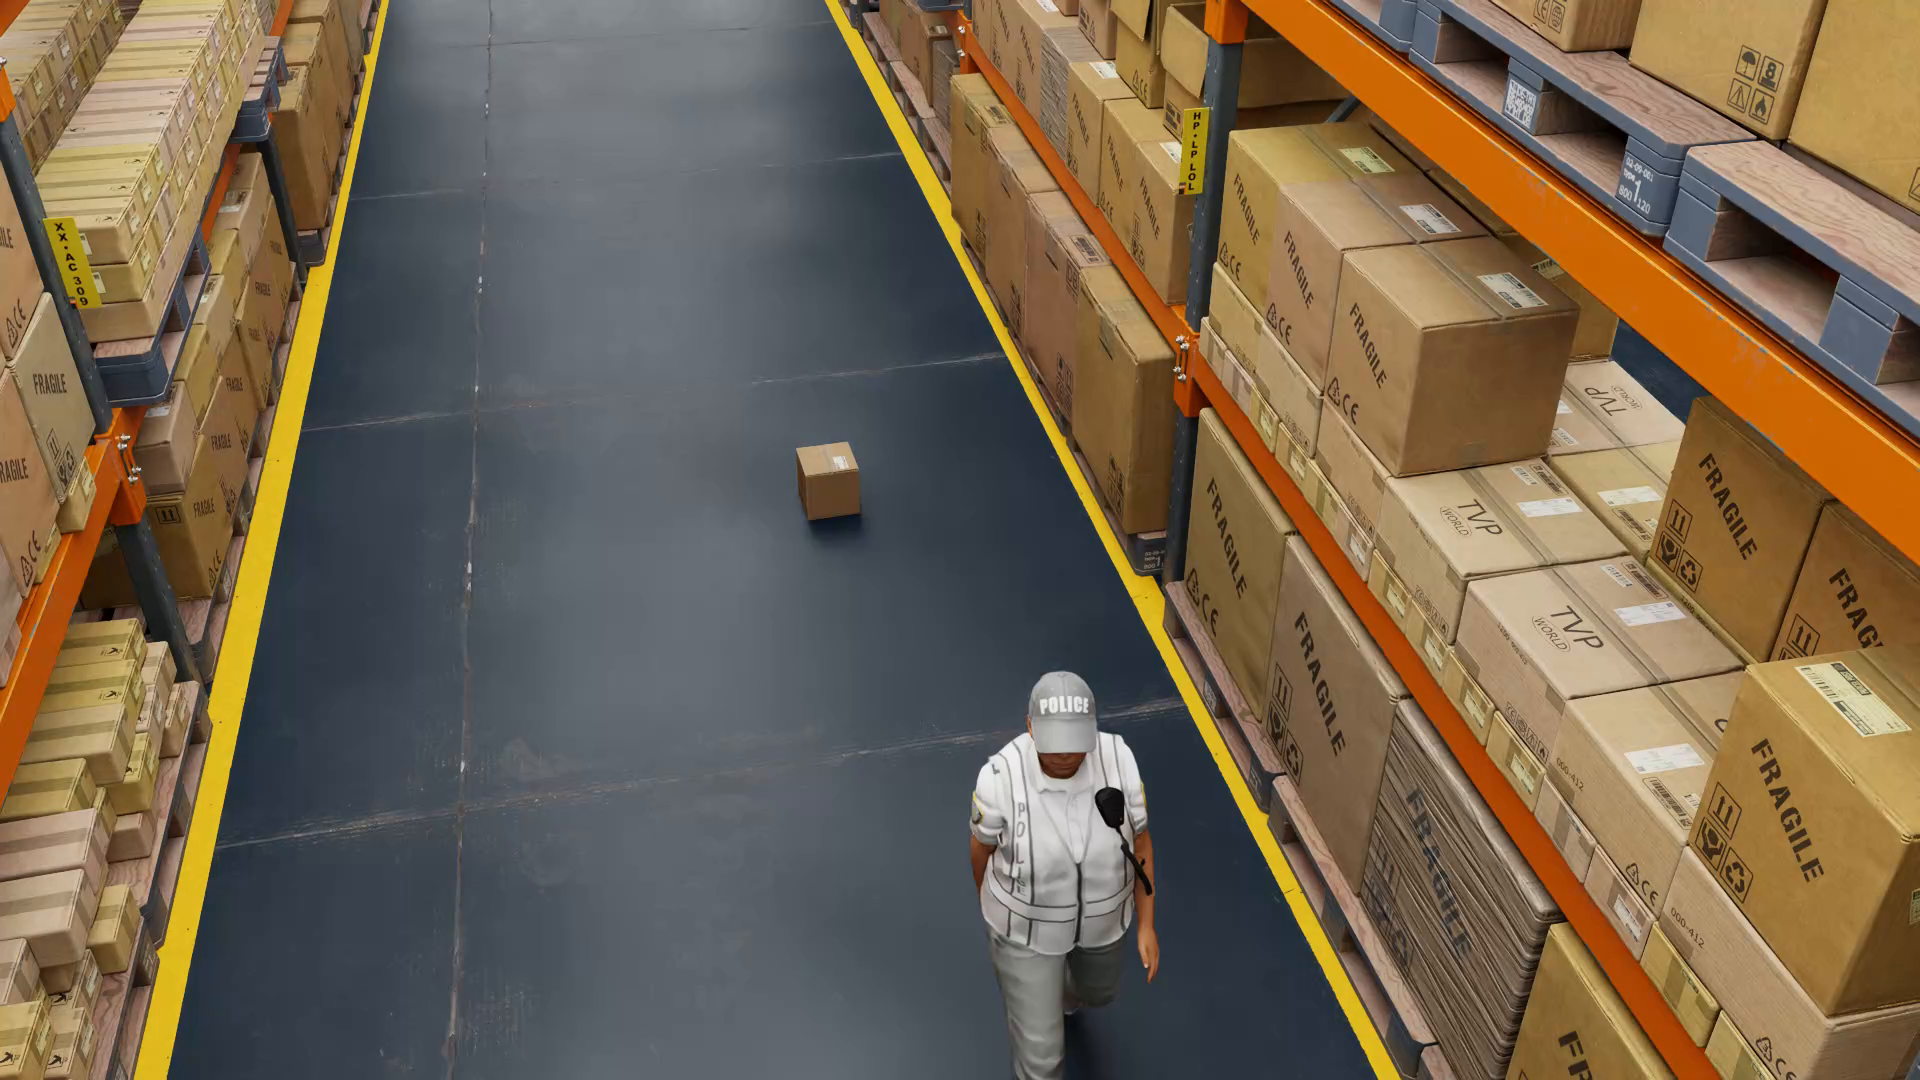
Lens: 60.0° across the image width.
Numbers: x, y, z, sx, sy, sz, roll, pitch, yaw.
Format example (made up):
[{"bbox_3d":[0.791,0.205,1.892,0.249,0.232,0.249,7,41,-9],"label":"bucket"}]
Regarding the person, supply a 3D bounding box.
[{"bbox_3d":[0.275,1.006,4.661,0.478,1.621,0.905,-9,36,-12],"label":"person"}]
